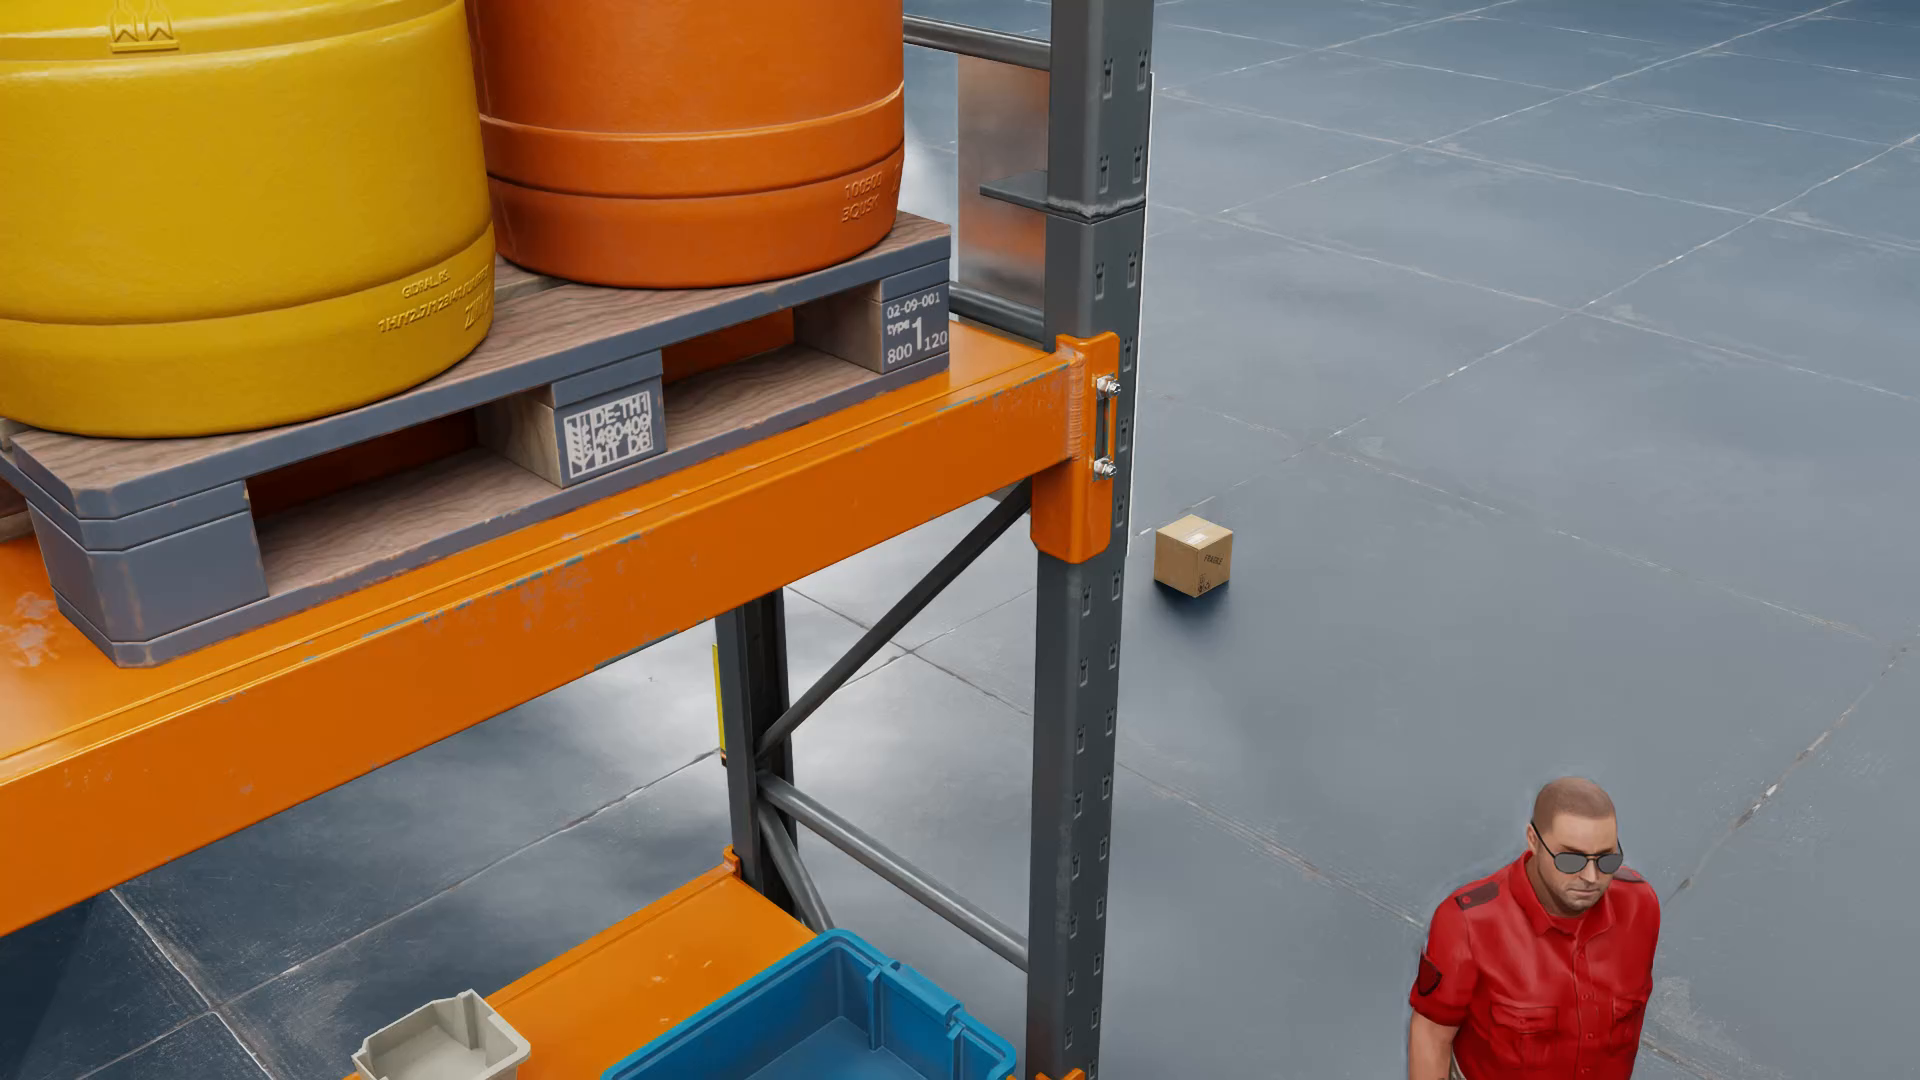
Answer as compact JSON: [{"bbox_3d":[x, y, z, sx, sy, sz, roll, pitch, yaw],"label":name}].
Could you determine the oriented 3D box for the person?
[{"bbox_3d":[1.241,1.320,3.663,0.588,1.807,0.566,-3,28,-6],"label":"person"}]
